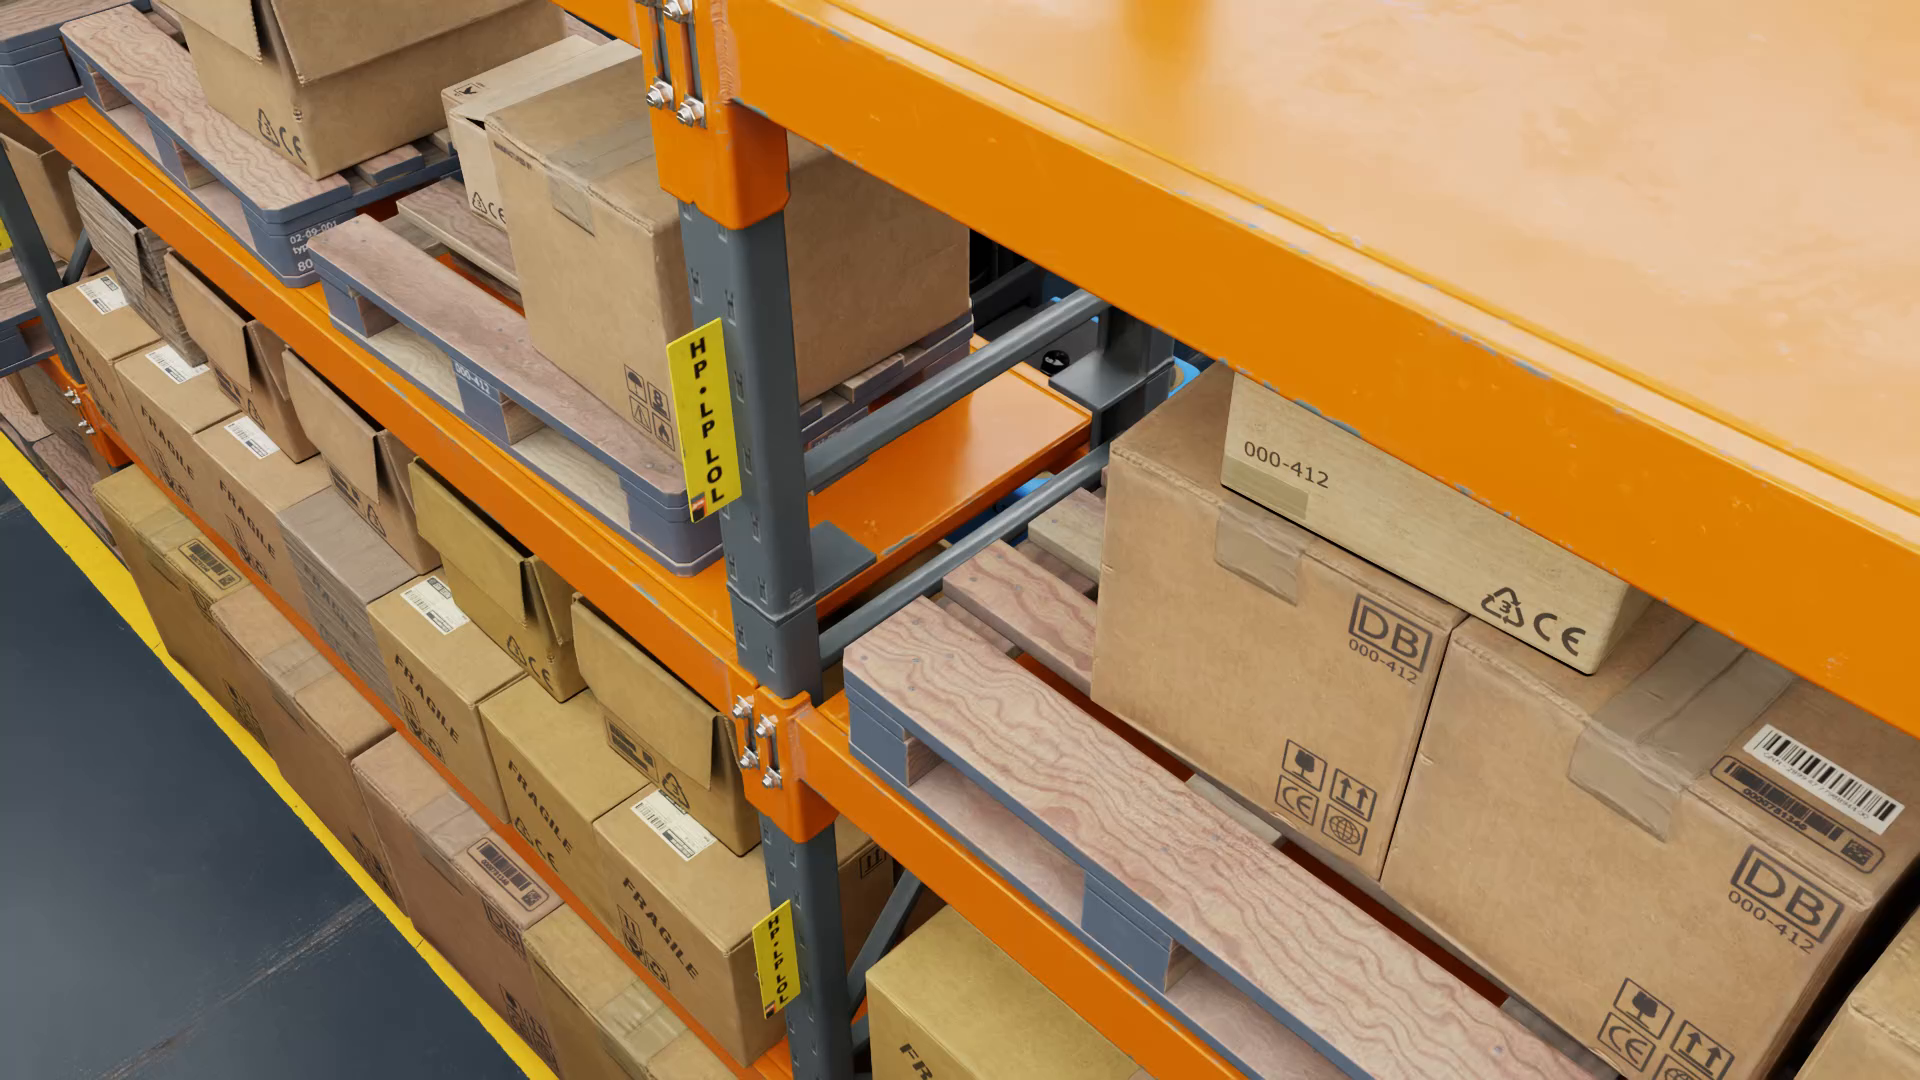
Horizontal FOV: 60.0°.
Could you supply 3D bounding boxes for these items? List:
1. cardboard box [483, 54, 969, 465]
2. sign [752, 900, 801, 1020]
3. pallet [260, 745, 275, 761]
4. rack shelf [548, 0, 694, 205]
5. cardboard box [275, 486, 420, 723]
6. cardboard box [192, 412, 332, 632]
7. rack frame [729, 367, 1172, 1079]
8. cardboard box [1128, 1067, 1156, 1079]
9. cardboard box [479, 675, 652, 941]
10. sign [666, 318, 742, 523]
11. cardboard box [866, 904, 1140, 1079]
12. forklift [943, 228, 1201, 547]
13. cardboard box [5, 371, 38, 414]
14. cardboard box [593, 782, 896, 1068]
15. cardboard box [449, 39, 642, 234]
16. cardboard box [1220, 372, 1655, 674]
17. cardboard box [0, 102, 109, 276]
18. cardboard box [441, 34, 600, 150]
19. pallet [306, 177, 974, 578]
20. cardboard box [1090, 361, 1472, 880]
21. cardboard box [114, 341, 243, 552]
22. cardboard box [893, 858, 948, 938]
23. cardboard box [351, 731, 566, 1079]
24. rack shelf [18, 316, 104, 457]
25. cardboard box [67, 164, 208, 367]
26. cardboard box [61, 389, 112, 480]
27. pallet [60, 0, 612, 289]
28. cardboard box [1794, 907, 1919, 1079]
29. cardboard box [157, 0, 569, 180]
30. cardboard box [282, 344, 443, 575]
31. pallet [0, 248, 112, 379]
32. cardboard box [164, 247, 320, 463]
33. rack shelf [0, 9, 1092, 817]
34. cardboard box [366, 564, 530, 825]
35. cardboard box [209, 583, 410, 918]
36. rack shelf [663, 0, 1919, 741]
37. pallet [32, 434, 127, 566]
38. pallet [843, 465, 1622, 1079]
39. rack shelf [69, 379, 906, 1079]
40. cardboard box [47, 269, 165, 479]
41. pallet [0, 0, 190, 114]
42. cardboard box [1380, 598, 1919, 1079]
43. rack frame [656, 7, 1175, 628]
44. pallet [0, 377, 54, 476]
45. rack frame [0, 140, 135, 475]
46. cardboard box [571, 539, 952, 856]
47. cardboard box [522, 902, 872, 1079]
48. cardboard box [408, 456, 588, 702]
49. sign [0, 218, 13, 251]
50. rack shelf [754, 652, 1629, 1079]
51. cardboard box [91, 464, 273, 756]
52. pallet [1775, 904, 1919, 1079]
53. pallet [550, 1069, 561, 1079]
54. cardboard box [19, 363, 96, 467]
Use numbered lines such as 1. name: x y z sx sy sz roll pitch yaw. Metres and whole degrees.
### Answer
1. cardboard box: -0.403 -0.592 3.088 0.700 0.500 0.500 -33 52 -30
2. sign: -0.364 0.843 3.333 0.100 0.325 0.005 -34 53 -31
3. pallet: -2.308 0.491 6.563 1.003 0.211 1.213 -34 53 -31
4. rack shelf: -1.399 -1.779 3.370 1.077 0.370 4.000 -34 53 -31
5. cardboard box: -1.579 0.112 4.845 0.500 0.500 0.500 -34 52 -31
6. cardboard box: -1.930 -0.129 5.106 0.500 0.500 0.500 33 52 31
7. rack frame: 0.014 0.974 3.986 1.000 3.000 0.127 -34 53 -31
8. cardboard box: 0.513 1.238 3.039 0.500 0.500 0.500 -34 53 -31
9. cardboard box: -0.855 0.602 4.314 0.500 0.500 0.500 -32 52 -30
10. sign: -0.364 -0.168 2.399 0.100 0.325 0.005 -34 53 -31
11. cardboard box: 0.171 0.997 3.299 0.500 0.500 0.500 -34 53 -31
12. forklift: -0.464 -1.366 6.569 3.031 2.935 1.130 32 51 30
13. cardboard box: -4.104 -1.033 7.676 0.700 0.500 0.500 -30 50 -28
14. cardboard box: -0.510 0.844 4.053 0.500 0.500 0.500 -34 52 -31
15. cardboard box: -0.697 -0.819 3.473 0.500 0.311 0.500 32 52 30
16. cardboard box: 0.673 -0.176 2.010 0.500 0.250 0.500 31 51 29
17. cardboard box: -3.221 -1.379 6.149 0.500 0.500 0.500 28 50 27
18. cardboard box: -0.932 -0.977 3.762 0.250 0.149 0.380 32 52 30
19. pallet: -0.669 -0.474 3.484 1.217 0.209 0.805 32 52 30
20. cardboard box: 0.609 -0.008 2.381 0.500 0.500 0.700 31 51 29
21. cardboard box: -2.295 -0.374 5.371 0.500 0.500 0.500 33 52 30
22. cardboard box: -0.134 0.597 4.321 0.500 0.500 0.500 -34 52 -31
23. cardboard box: -1.084 0.873 5.351 0.875 0.875 1.225 32 52 30
24. rack shelf: -4.224 -1.645 7.350 1.077 0.370 4.000 -34 53 -31
25. cardboard box: -2.306 -0.994 5.303 0.797 0.503 0.637 -32 52 -30
26. cardboard box: -3.298 -0.504 7.103 0.500 0.500 0.700 31 51 29
27. pallet: -1.527 -1.160 4.224 1.003 0.211 1.213 -32 51 -30
28. cardboard box: 1.254 0.572 1.754 0.700 0.500 0.500 -32 51 -30
29. cardboard box: -1.353 -1.270 3.819 0.637 0.503 0.797 34 52 31
30. cardboard box: -1.370 -0.360 4.617 0.797 0.503 0.637 -32 52 -30
31. pallet: -3.390 -1.169 6.446 1.213 0.211 1.003 -34 53 -31
32. cardboard box: -1.848 -0.680 4.962 0.797 0.503 0.637 -33 52 -30
33. rack shelf: -1.399 -0.824 4.252 1.077 0.370 4.000 -34 53 -31
34. cardboard box: -1.228 0.355 4.582 0.500 0.500 0.500 34 52 31
35. cardboard box: -1.714 0.452 5.807 1.225 0.875 0.875 -34 52 -31
36. rack shelf: 1.426 0.143 1.290 1.077 0.370 4.000 -34 53 -31
37. pallet: -3.362 -0.300 7.419 1.003 0.211 1.213 -34 53 -31
38. pallet: 0.584 0.303 2.567 1.003 0.211 1.213 -34 53 -31
39. rack shelf: -1.399 0.277 5.270 1.077 0.370 4.000 -34 53 -31
40. cardboard box: -2.661 -0.621 5.638 0.500 0.500 0.500 -33 52 -30
41. pallet: -2.319 -1.696 4.804 1.213 0.211 1.003 -32 51 -30
42. cardboard box: 0.986 0.253 2.099 0.700 0.500 0.500 -31 51 -29
43. rack frame: 0.014 -1.229 1.950 1.000 3.000 0.127 -34 53 -31
44. pallet: -4.219 -0.886 8.053 1.003 0.211 1.213 -34 53 -31
45. rack frame: -2.811 -0.948 6.066 1.000 3.000 0.127 -34 53 -31
46. cardboard box: -0.443 0.266 3.939 0.637 0.503 0.797 33 52 30
47. cardboard box: -0.452 1.302 4.887 1.225 0.875 0.875 -34 52 -31
48. cardboard box: -0.920 -0.069 4.302 0.797 0.503 0.637 -33 52 -31
49. sign: -3.189 -1.079 5.413 0.100 0.325 0.005 -34 53 -31
50. rack shelf: 1.426 1.098 2.172 1.077 0.370 4.000 -34 53 -31
51. cardboard box: -2.339 0.020 6.275 0.875 0.875 1.225 32 51 30
52. pallet: 1.441 0.889 1.933 1.003 0.211 1.213 -34 53 -31
53. pallet: -0.585 1.664 5.294 1.003 0.211 1.213 -34 53 -31
54. cardboard box: -3.699 -0.764 7.385 0.500 0.500 0.700 30 50 28
